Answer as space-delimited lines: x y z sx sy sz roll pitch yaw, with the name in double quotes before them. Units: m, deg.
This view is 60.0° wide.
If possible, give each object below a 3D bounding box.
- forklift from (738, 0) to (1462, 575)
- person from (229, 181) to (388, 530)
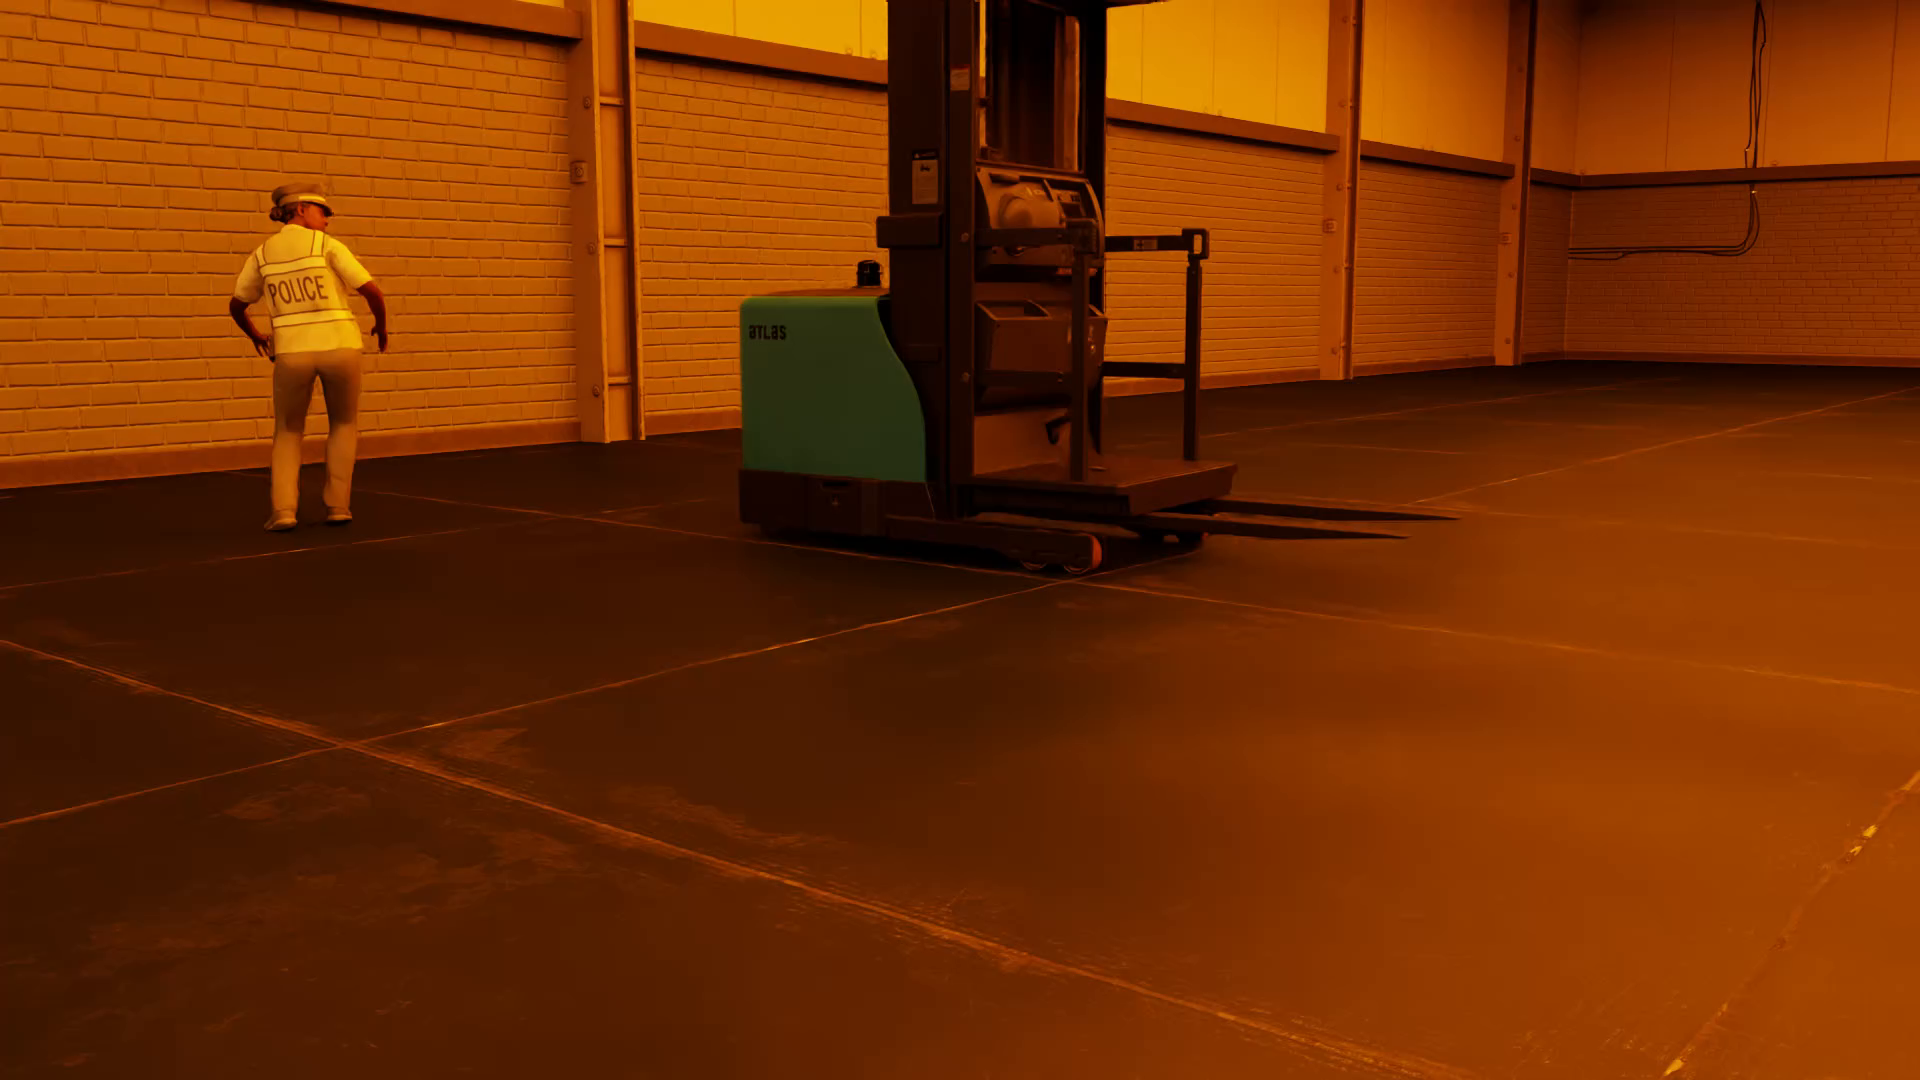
"forklift" 0.515 -1.402 6.864 3.031 2.935 1.130 6 10 33
"person" -3.044 -0.850 7.809 0.695 1.626 0.642 -2 9 -14
